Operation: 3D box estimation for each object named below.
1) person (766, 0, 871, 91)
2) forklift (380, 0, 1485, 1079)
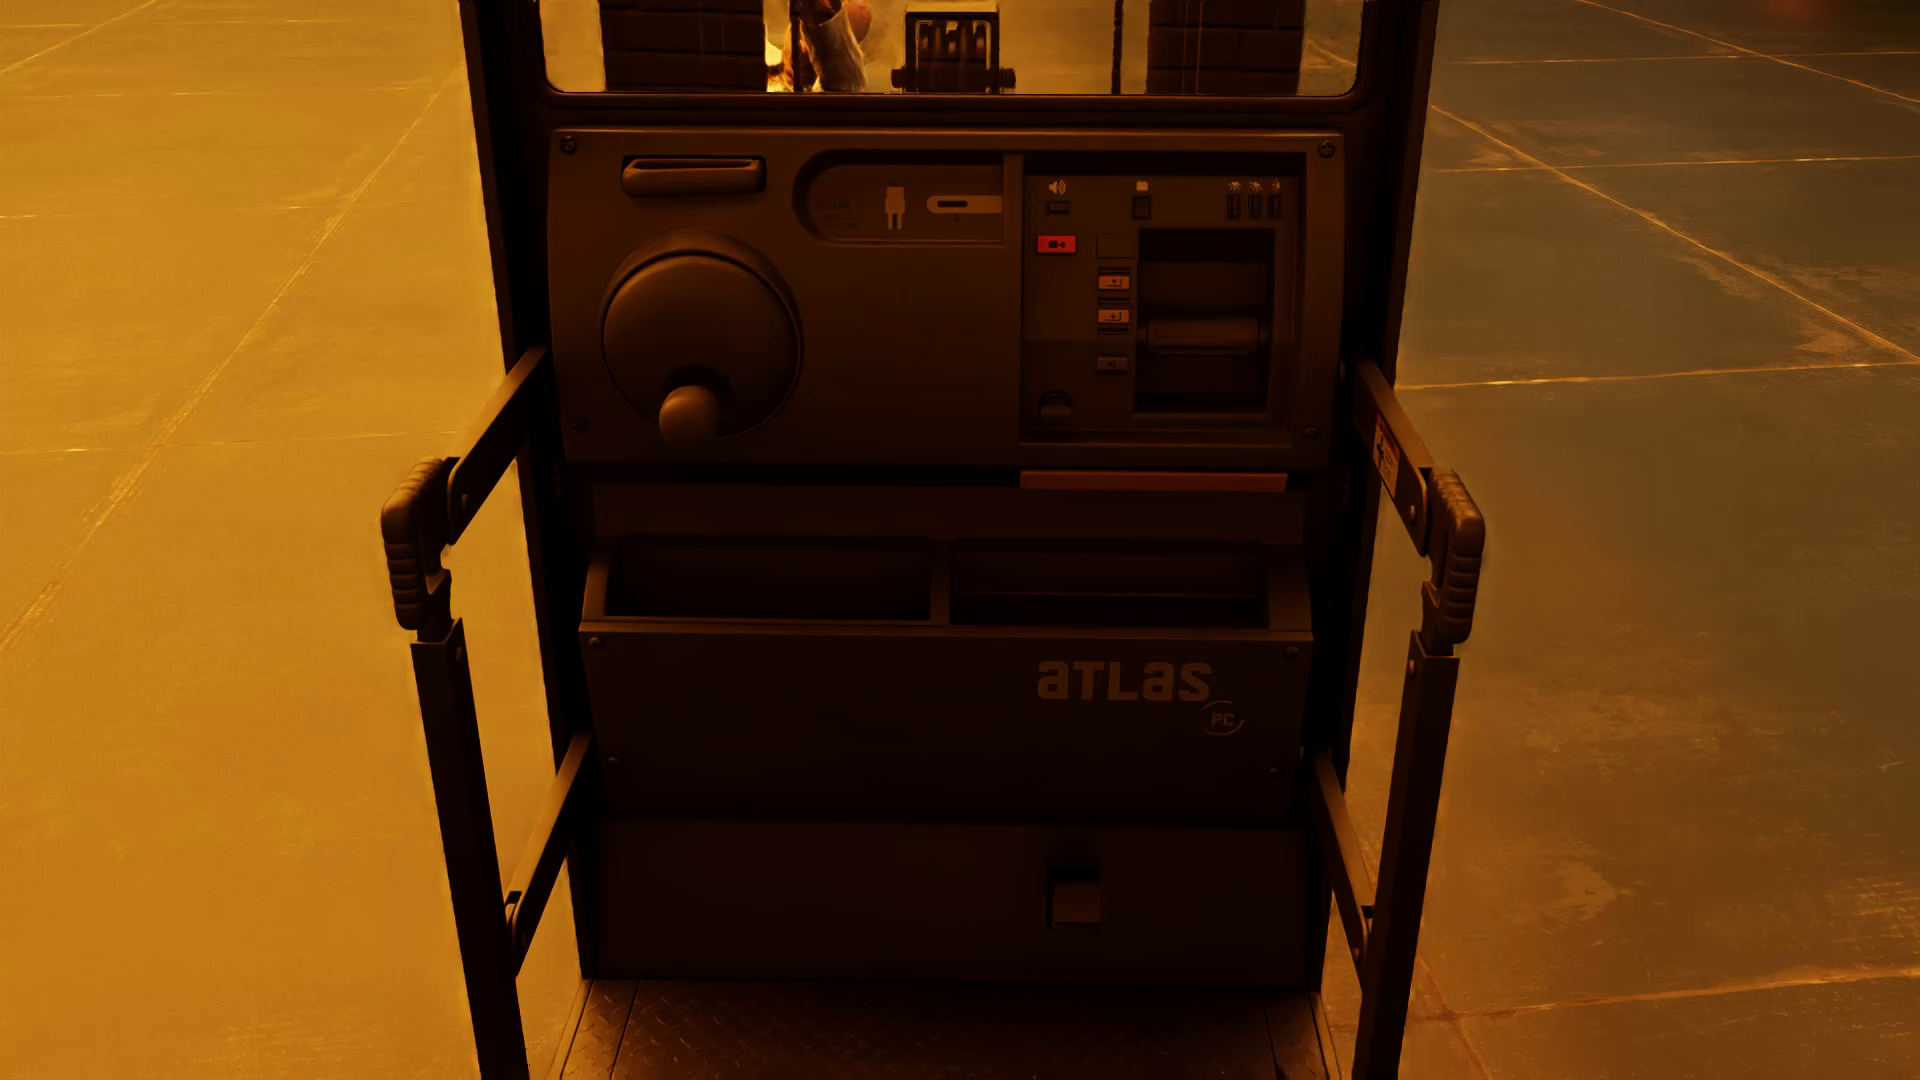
[{"bbox_3d":[-0.573,-0.713,4.083,0.807,1.730,1.102,-8,27,-16],"label":"person"},{"bbox_3d":[-0.021,-0.258,1.766,1.130,2.935,3.031,1,26,1],"label":"forklift"}]
